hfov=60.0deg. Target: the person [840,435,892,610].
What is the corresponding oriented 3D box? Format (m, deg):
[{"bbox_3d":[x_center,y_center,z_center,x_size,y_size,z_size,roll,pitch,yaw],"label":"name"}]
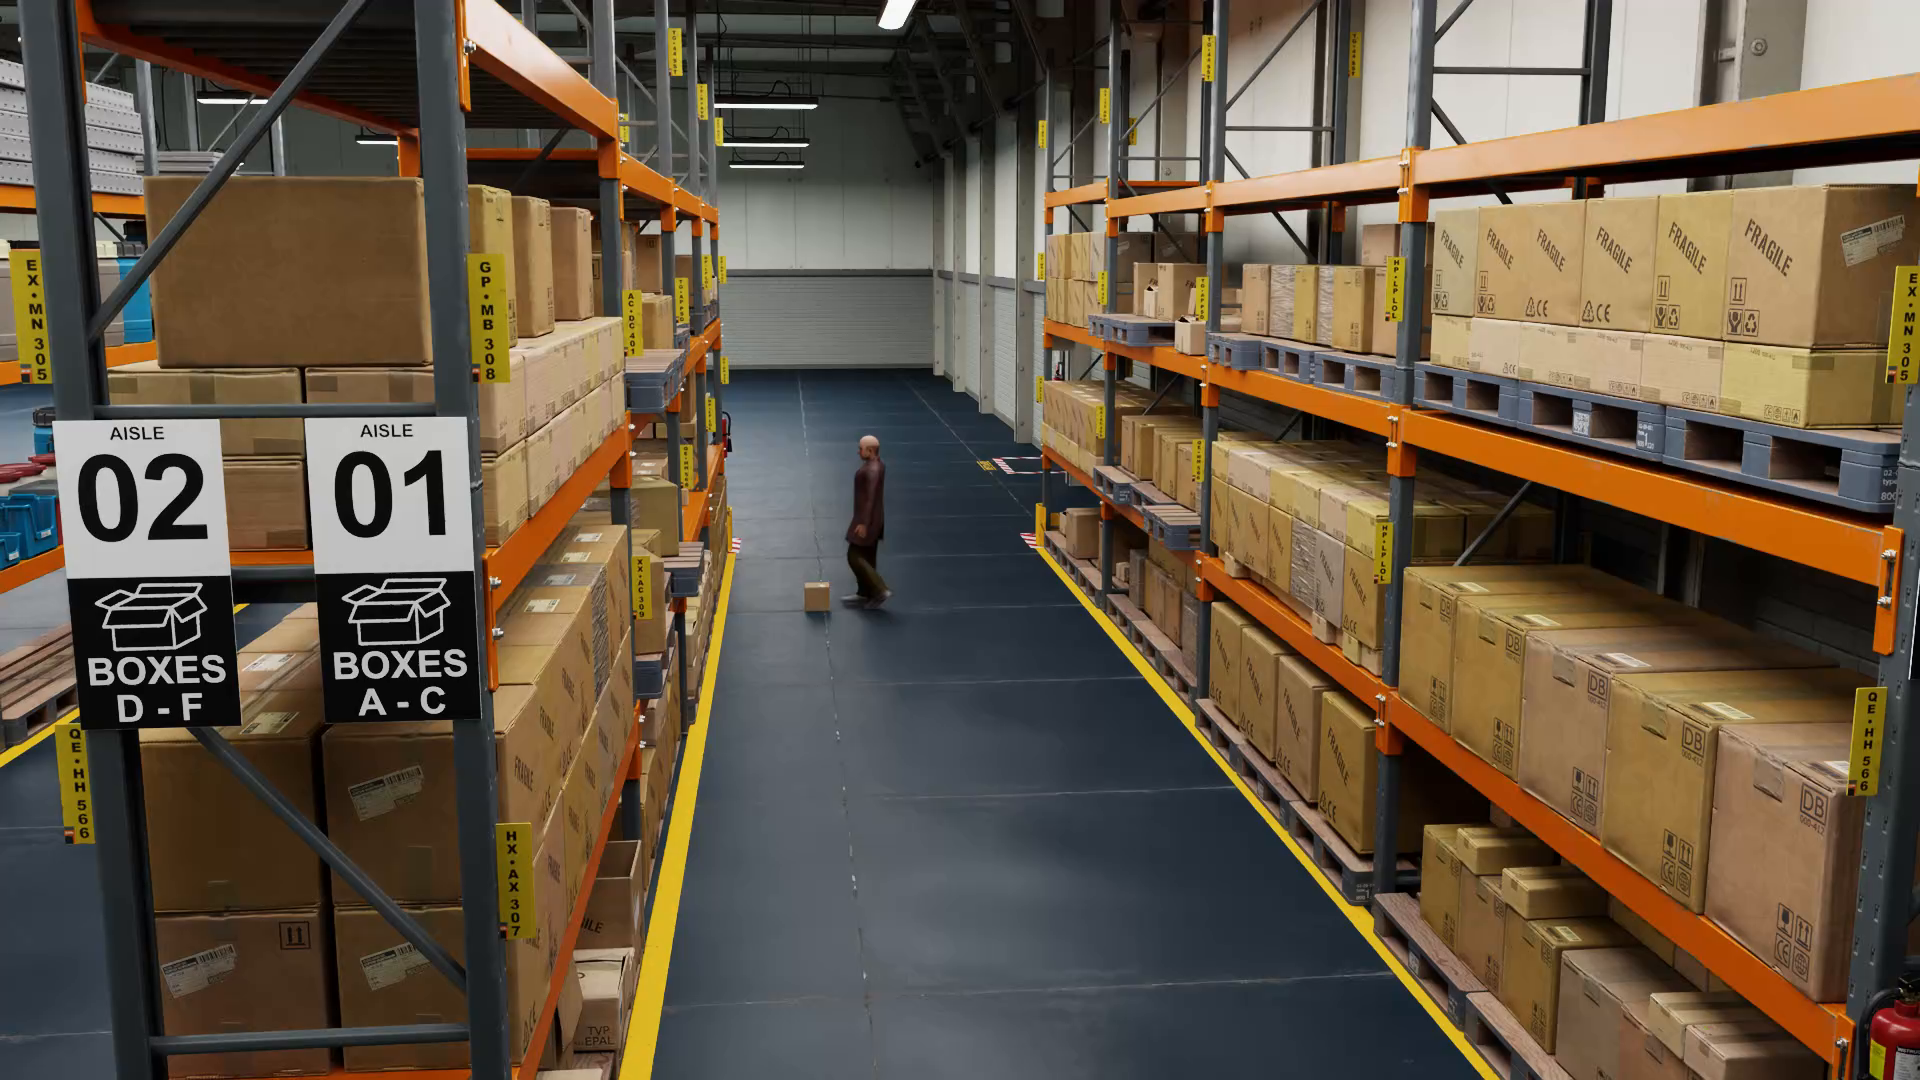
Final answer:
[{"bbox_3d":[-0.961,-0.179,16.980,0.565,1.794,0.623,1,10,5],"label":"person"}]
